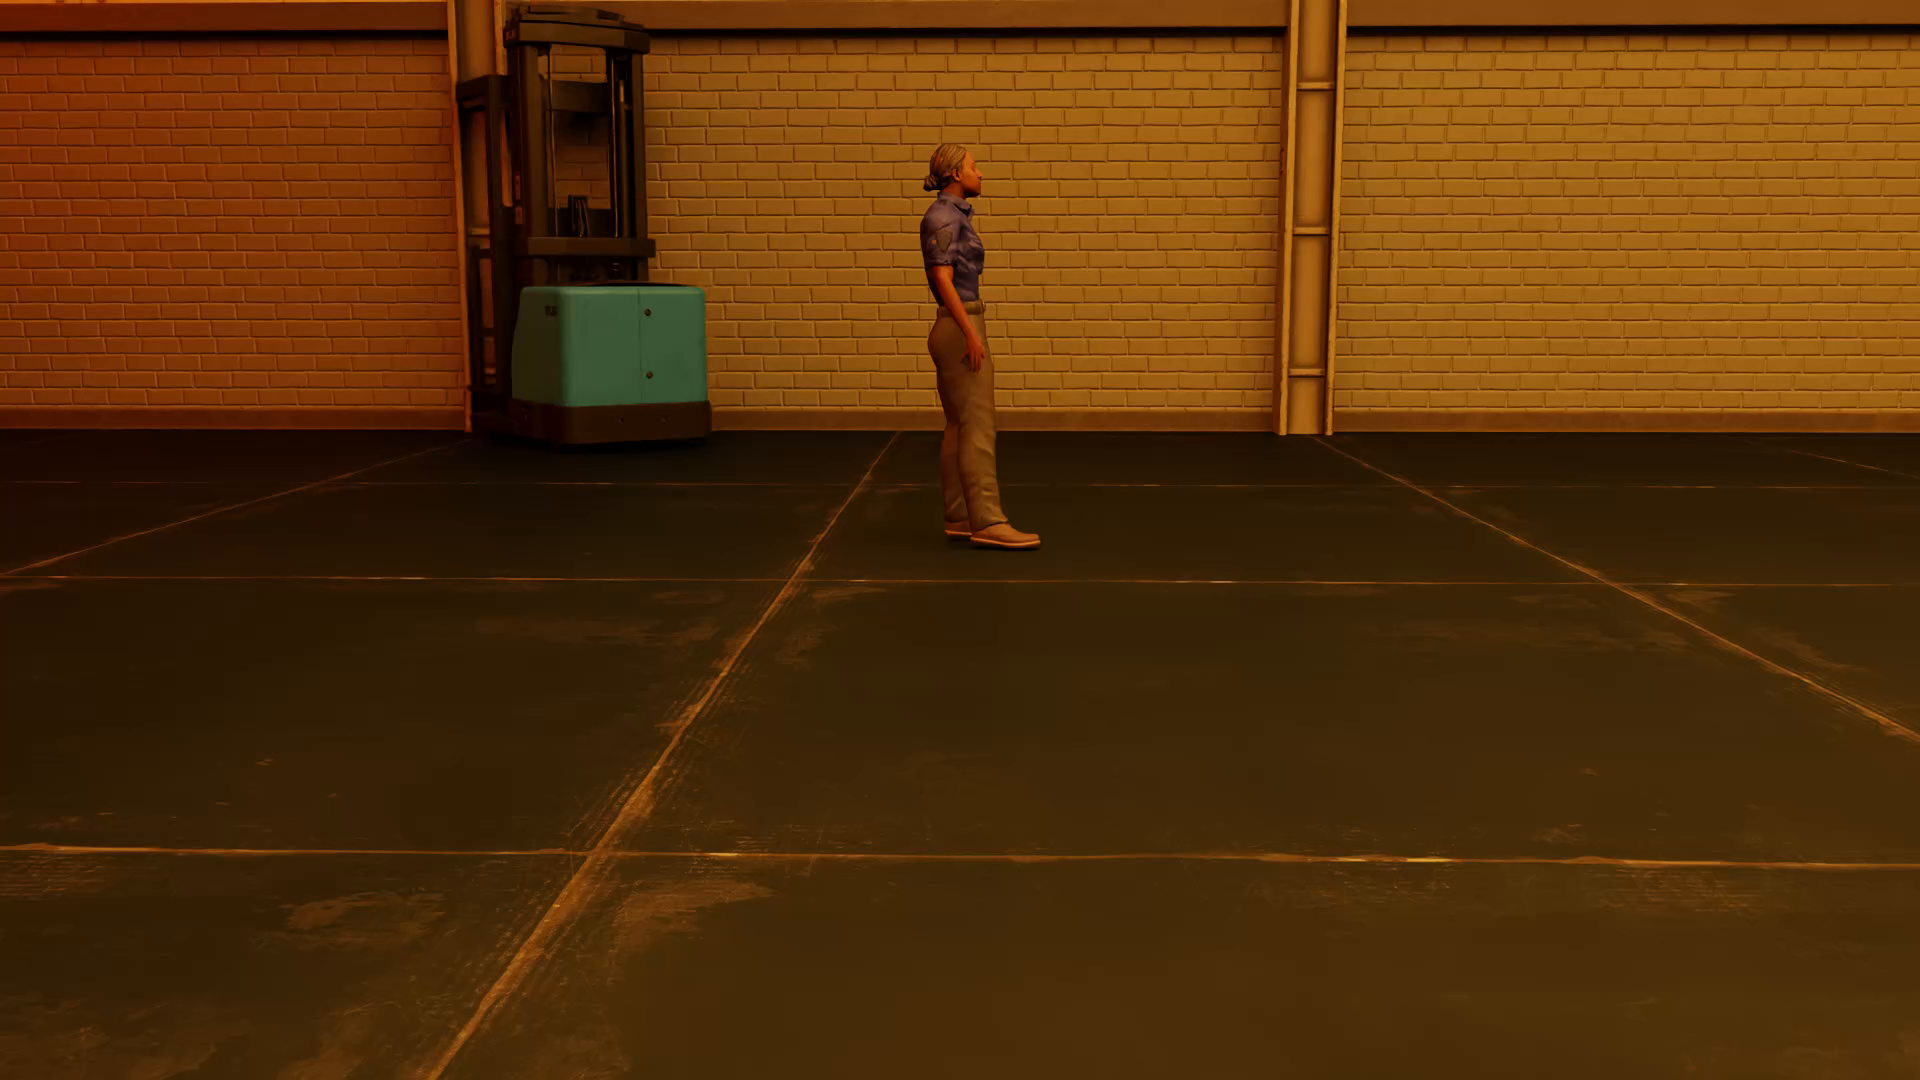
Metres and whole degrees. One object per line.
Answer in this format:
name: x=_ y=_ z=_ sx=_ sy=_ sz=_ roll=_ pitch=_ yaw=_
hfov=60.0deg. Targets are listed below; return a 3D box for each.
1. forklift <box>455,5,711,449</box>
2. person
forklift: x=-2.915 y=-2.221 z=11.962 sx=1.130 sy=2.935 sz=3.031 roll=-6 pitch=10 yaw=-33
person: x=0.087 y=-0.821 z=6.979 sx=0.504 sy=1.654 sz=0.569 roll=0 pitch=9 yaw=1
